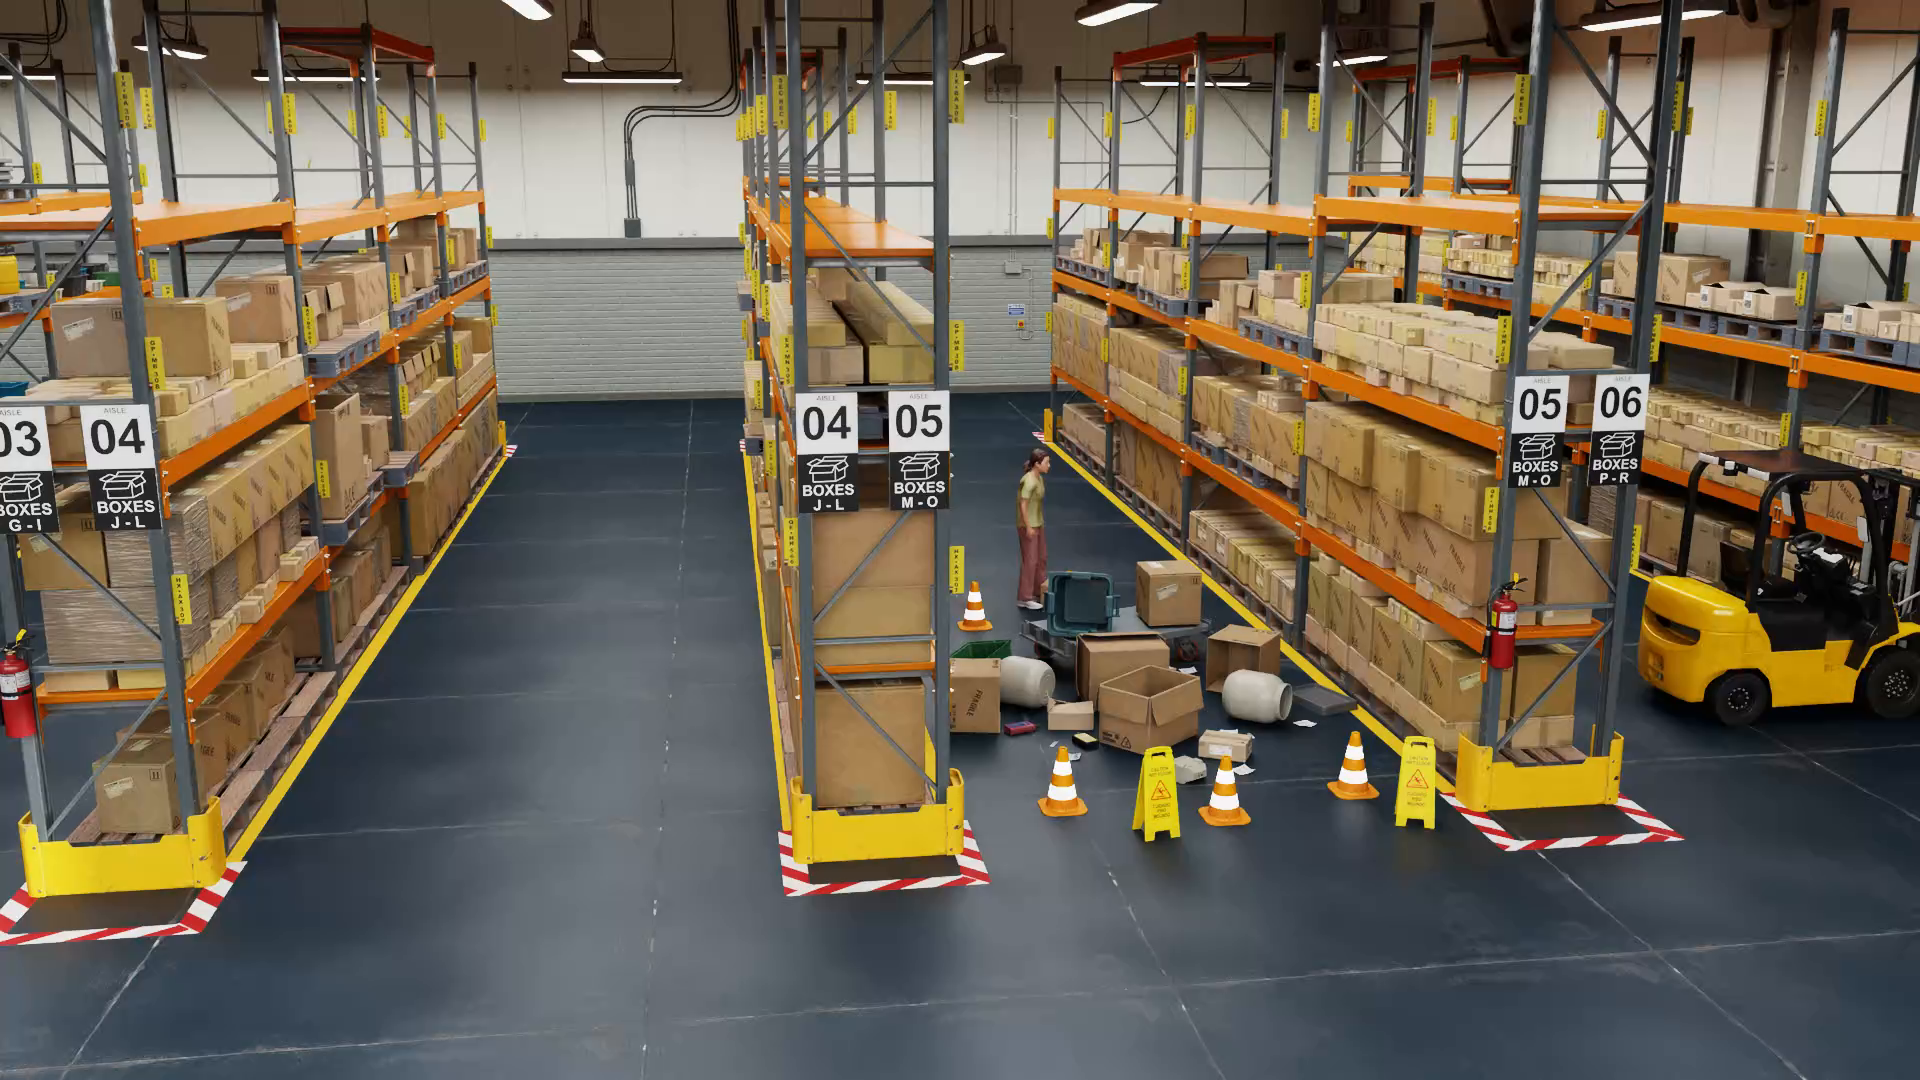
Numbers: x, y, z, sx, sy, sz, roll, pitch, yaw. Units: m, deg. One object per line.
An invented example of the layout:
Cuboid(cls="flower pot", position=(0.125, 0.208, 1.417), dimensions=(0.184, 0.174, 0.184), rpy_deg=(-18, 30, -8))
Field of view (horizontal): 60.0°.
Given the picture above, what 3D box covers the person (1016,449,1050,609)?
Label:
Cuboid(cls="person", position=(0.805, -0.135, 17.563), dimensions=(0.407, 1.673, 0.517), rpy_deg=(4, 14, 18))
